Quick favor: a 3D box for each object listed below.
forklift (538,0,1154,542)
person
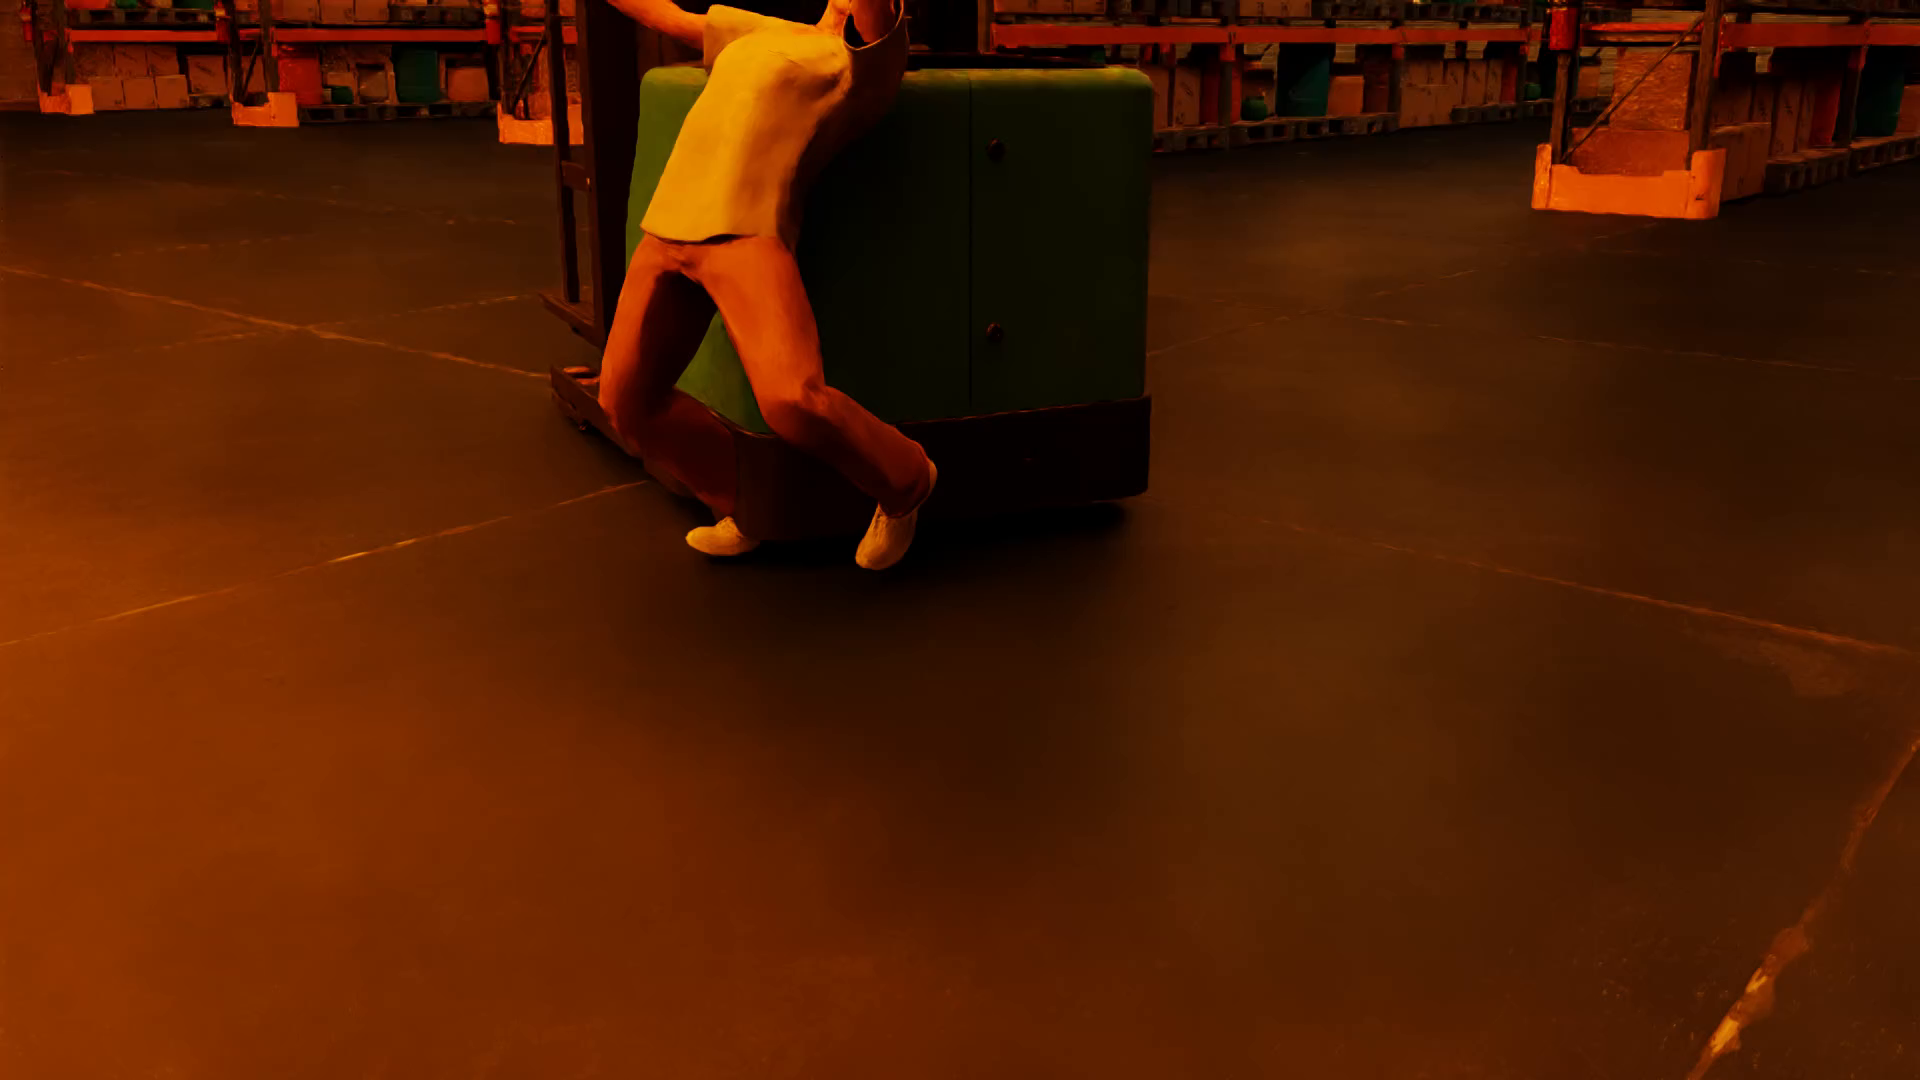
[{"bbox_3d":[-0.629,-1.781,4.763,1.130,2.935,3.031,-8,19,-25],"label":"forklift"},{"bbox_3d":[-0.467,-0.713,3.592,0.951,1.541,0.654,13,21,37],"label":"person"}]
